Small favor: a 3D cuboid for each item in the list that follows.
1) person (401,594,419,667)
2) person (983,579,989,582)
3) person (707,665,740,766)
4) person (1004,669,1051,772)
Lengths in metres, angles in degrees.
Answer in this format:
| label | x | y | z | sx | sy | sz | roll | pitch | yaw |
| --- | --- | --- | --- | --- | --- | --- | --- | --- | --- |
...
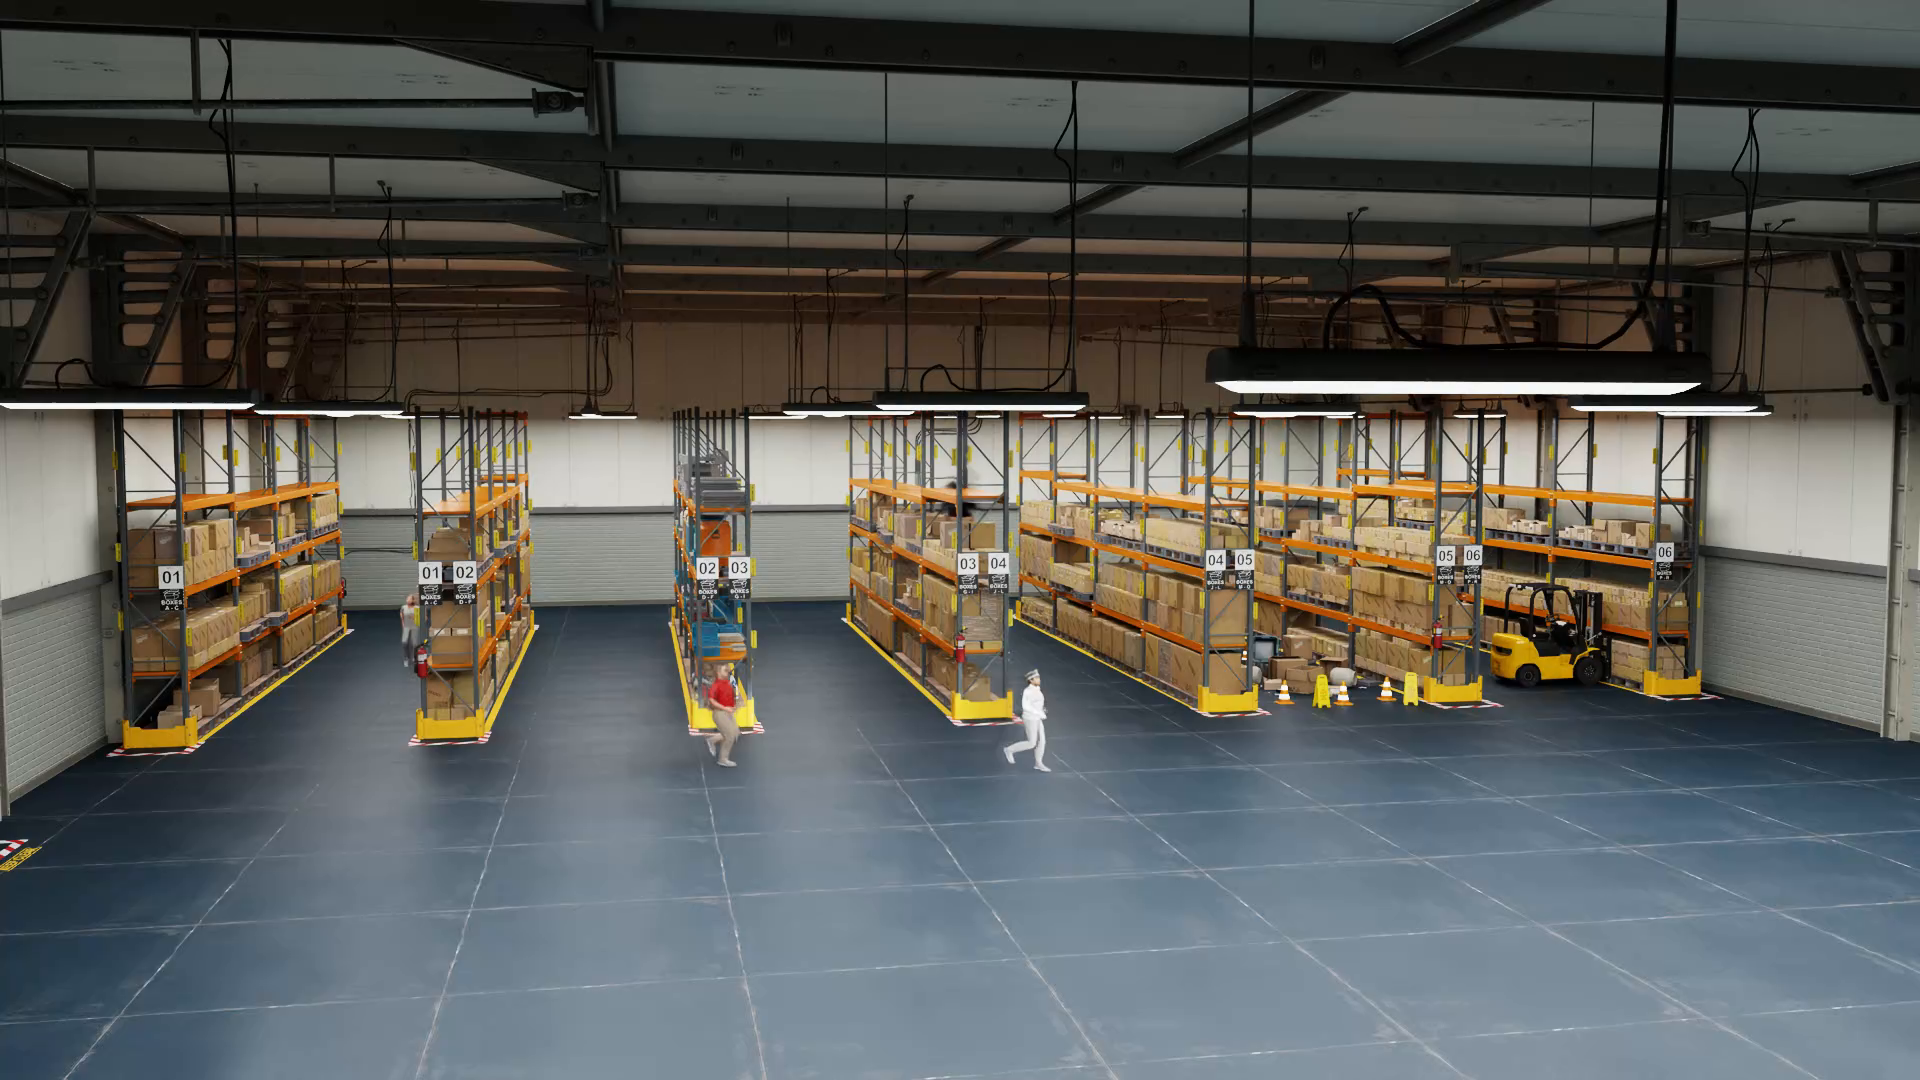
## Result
| label | x | y | z | sx | sy | sz | roll | pitch | yaw |
| --- | --- | --- | --- | --- | --- | --- | --- | --- | --- |
| person | -12.906 | 2.121 | 39.167 | 0.545 | 1.708 | 0.787 | -1 | 4 | -9 |
| person | 0.661 | 1.564 | 47.384 | 0.710 | 1.596 | 0.677 | 0 | 4 | 4 |
| person | -3.982 | 2.922 | 27.721 | 0.604 | 1.688 | 0.665 | 1 | 4 | 14 |
| person | 1.140 | 2.955 | 27.355 | 0.769 | 1.694 | 0.624 | 2 | 4 | 20 |
